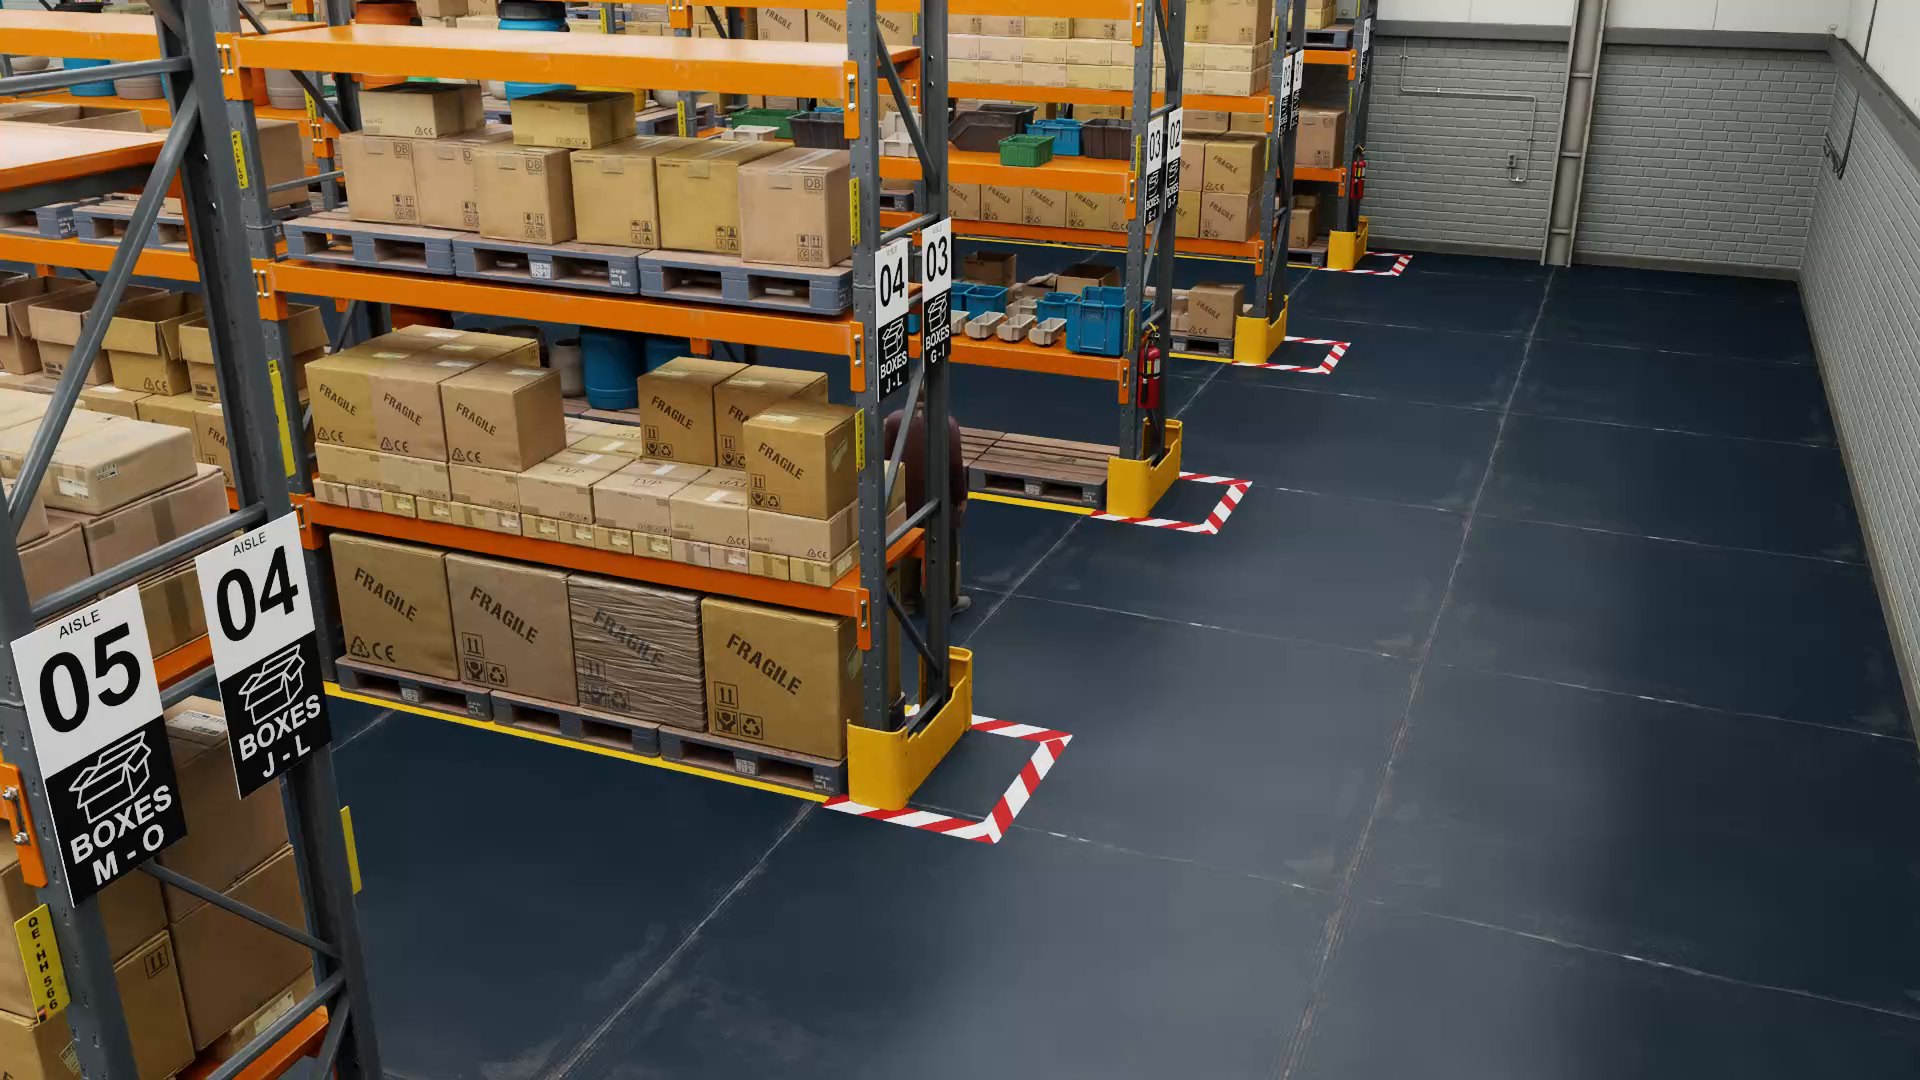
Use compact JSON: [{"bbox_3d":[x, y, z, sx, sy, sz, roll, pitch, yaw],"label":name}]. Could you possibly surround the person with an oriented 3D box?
[{"bbox_3d":[-0.251,-0.314,11.743,0.644,1.772,0.429,7,23,17],"label":"person"}]
